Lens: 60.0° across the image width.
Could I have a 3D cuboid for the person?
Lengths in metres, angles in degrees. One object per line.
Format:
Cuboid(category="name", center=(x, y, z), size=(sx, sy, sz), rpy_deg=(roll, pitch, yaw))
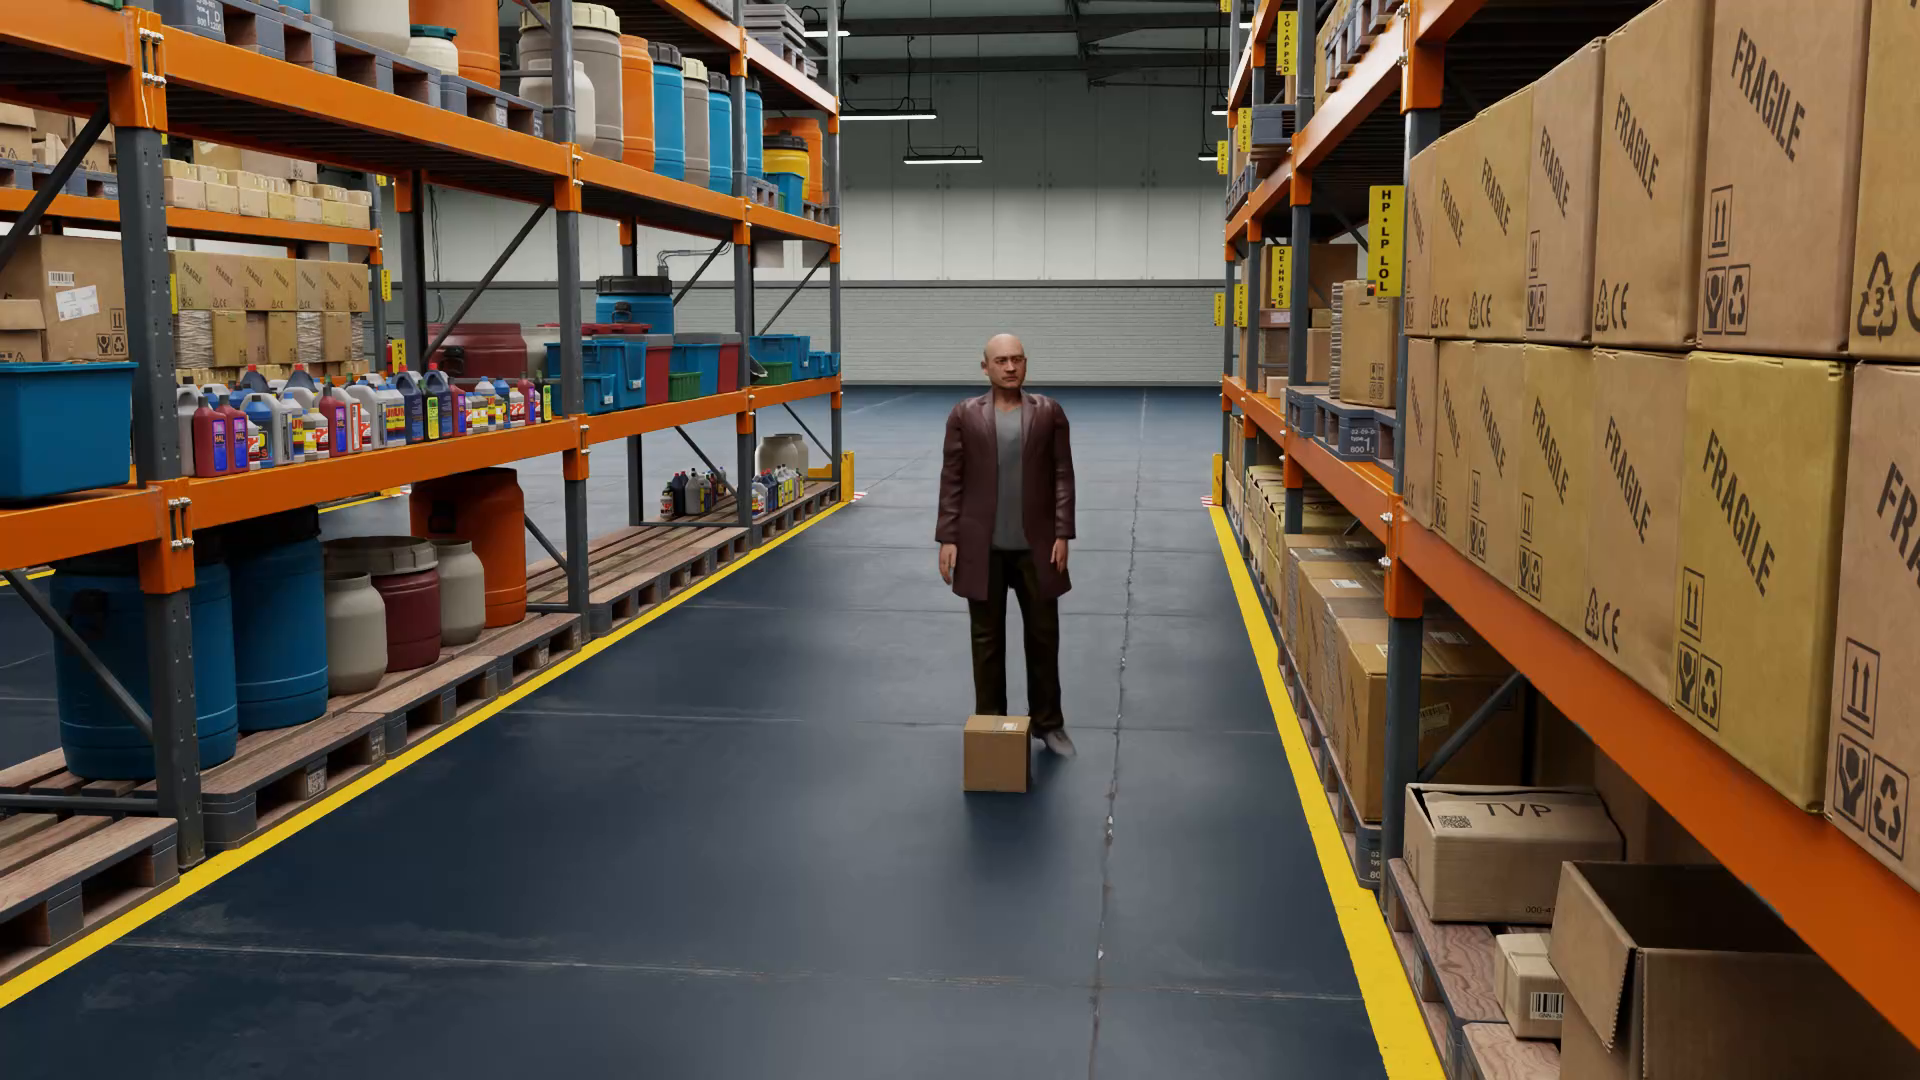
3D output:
Cuboid(category="person", center=(0.201, 0.041, 7.097), size=(0.622, 1.829, 0.432), rpy_deg=(0, 7, 1))
